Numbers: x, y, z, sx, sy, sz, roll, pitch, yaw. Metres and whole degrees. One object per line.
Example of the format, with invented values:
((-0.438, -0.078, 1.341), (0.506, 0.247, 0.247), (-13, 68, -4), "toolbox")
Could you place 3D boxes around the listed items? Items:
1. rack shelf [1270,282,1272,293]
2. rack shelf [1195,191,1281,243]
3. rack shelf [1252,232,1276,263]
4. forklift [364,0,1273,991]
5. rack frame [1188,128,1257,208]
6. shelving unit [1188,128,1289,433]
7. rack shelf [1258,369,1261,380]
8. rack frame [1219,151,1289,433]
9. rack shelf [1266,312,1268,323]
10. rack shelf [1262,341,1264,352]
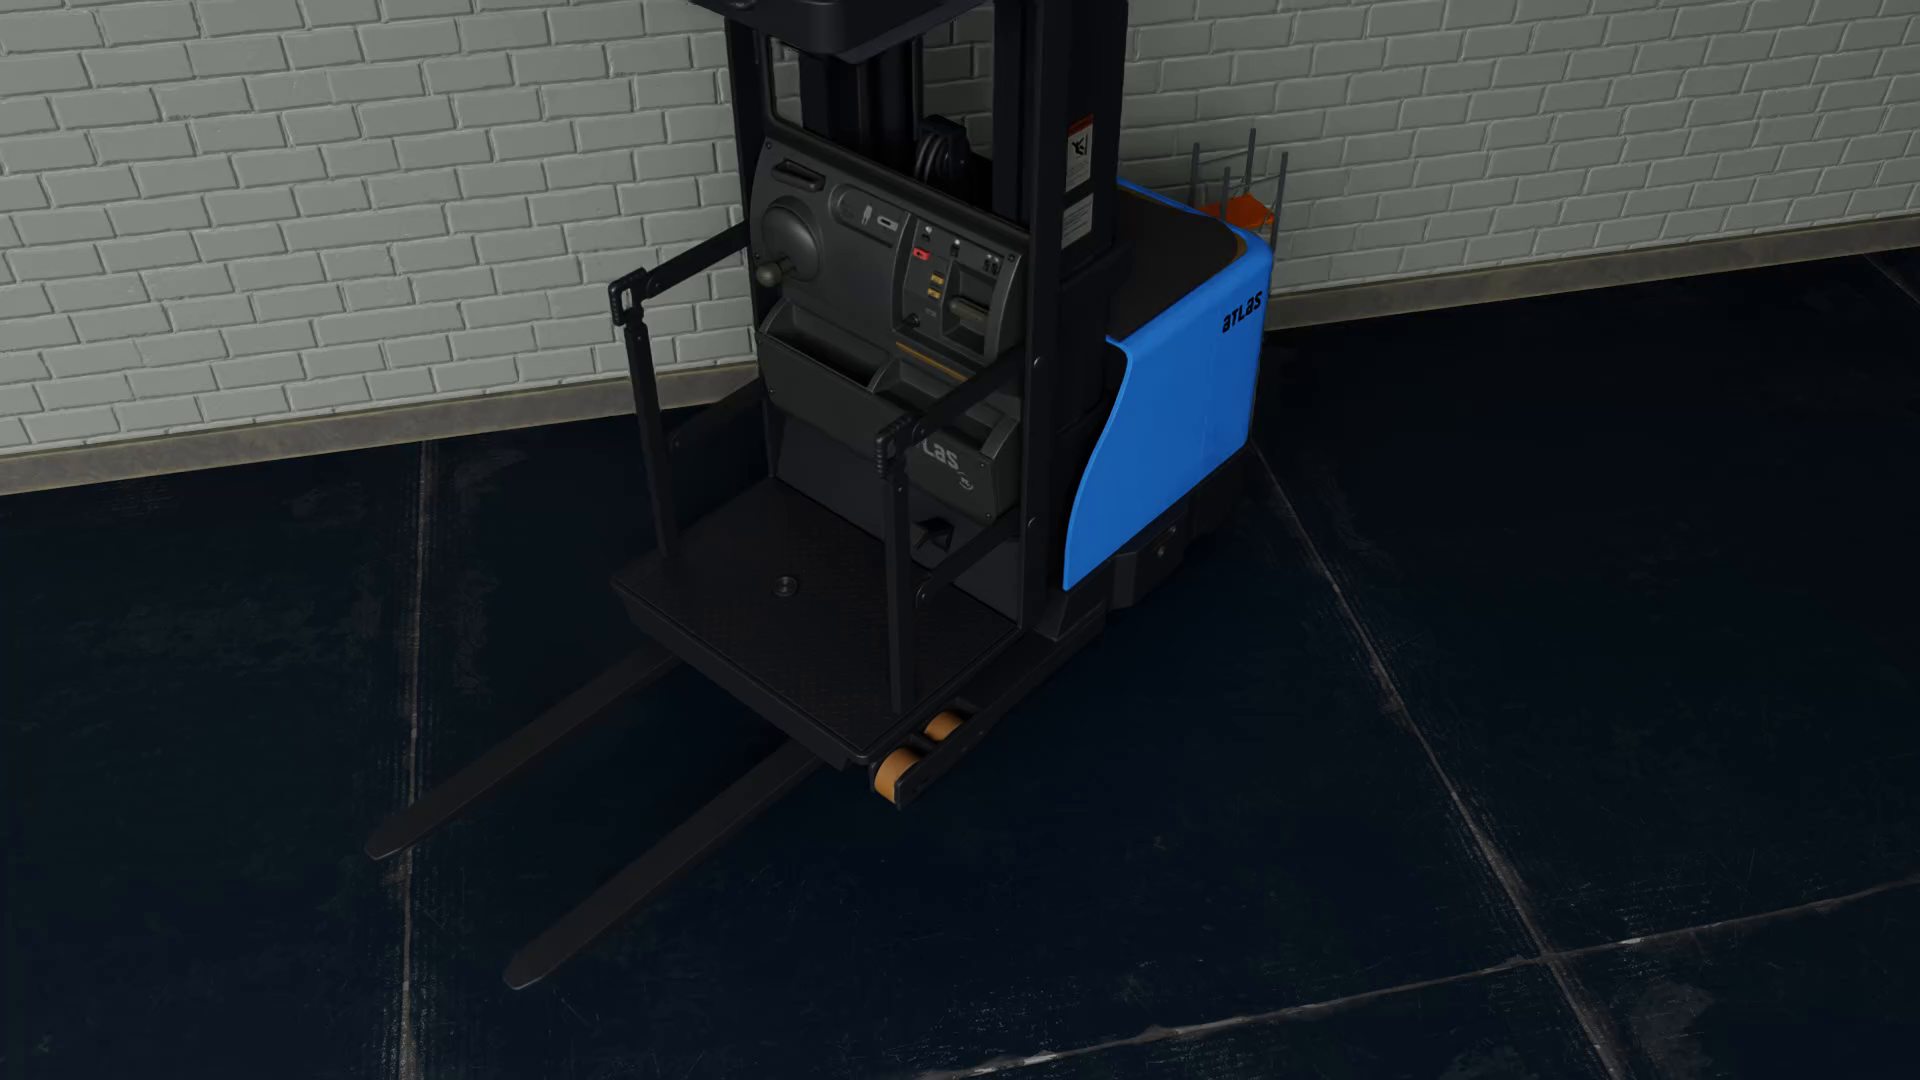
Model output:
((0.911, -0.870, 5.710), (0.258, 0.103, 0.180), (-18, 44, -19), "rack shelf")
((0.909, -1.051, 5.553), (0.258, 0.103, 0.180), (-18, 44, -19), "rack shelf")
((0.910, -0.961, 5.632), (0.258, 0.103, 0.180), (-18, 44, -19), "rack shelf")
((-0.356, -0.705, 4.336), (1.130, 2.935, 3.031), (30, 50, 30), "forklift")
((0.871, -0.866, 5.822), (0.240, 1.200, 0.006), (-18, 44, -19), "rack frame")
((0.911, -0.812, 5.759), (0.258, 1.200, 0.189), (-18, 44, -19), "shelving unit")
((0.913, -0.597, 5.945), (0.258, 0.103, 0.180), (-18, 44, -19), "rack shelf")
((0.951, -0.759, 5.697), (0.240, 1.200, 0.006), (-18, 44, -19), "rack frame")
((0.911, -0.779, 5.789), (0.258, 0.103, 0.180), (-18, 44, -19), "rack shelf")
((0.912, -0.688, 5.867), (0.258, 0.103, 0.180), (-18, 44, -19), "rack shelf")
